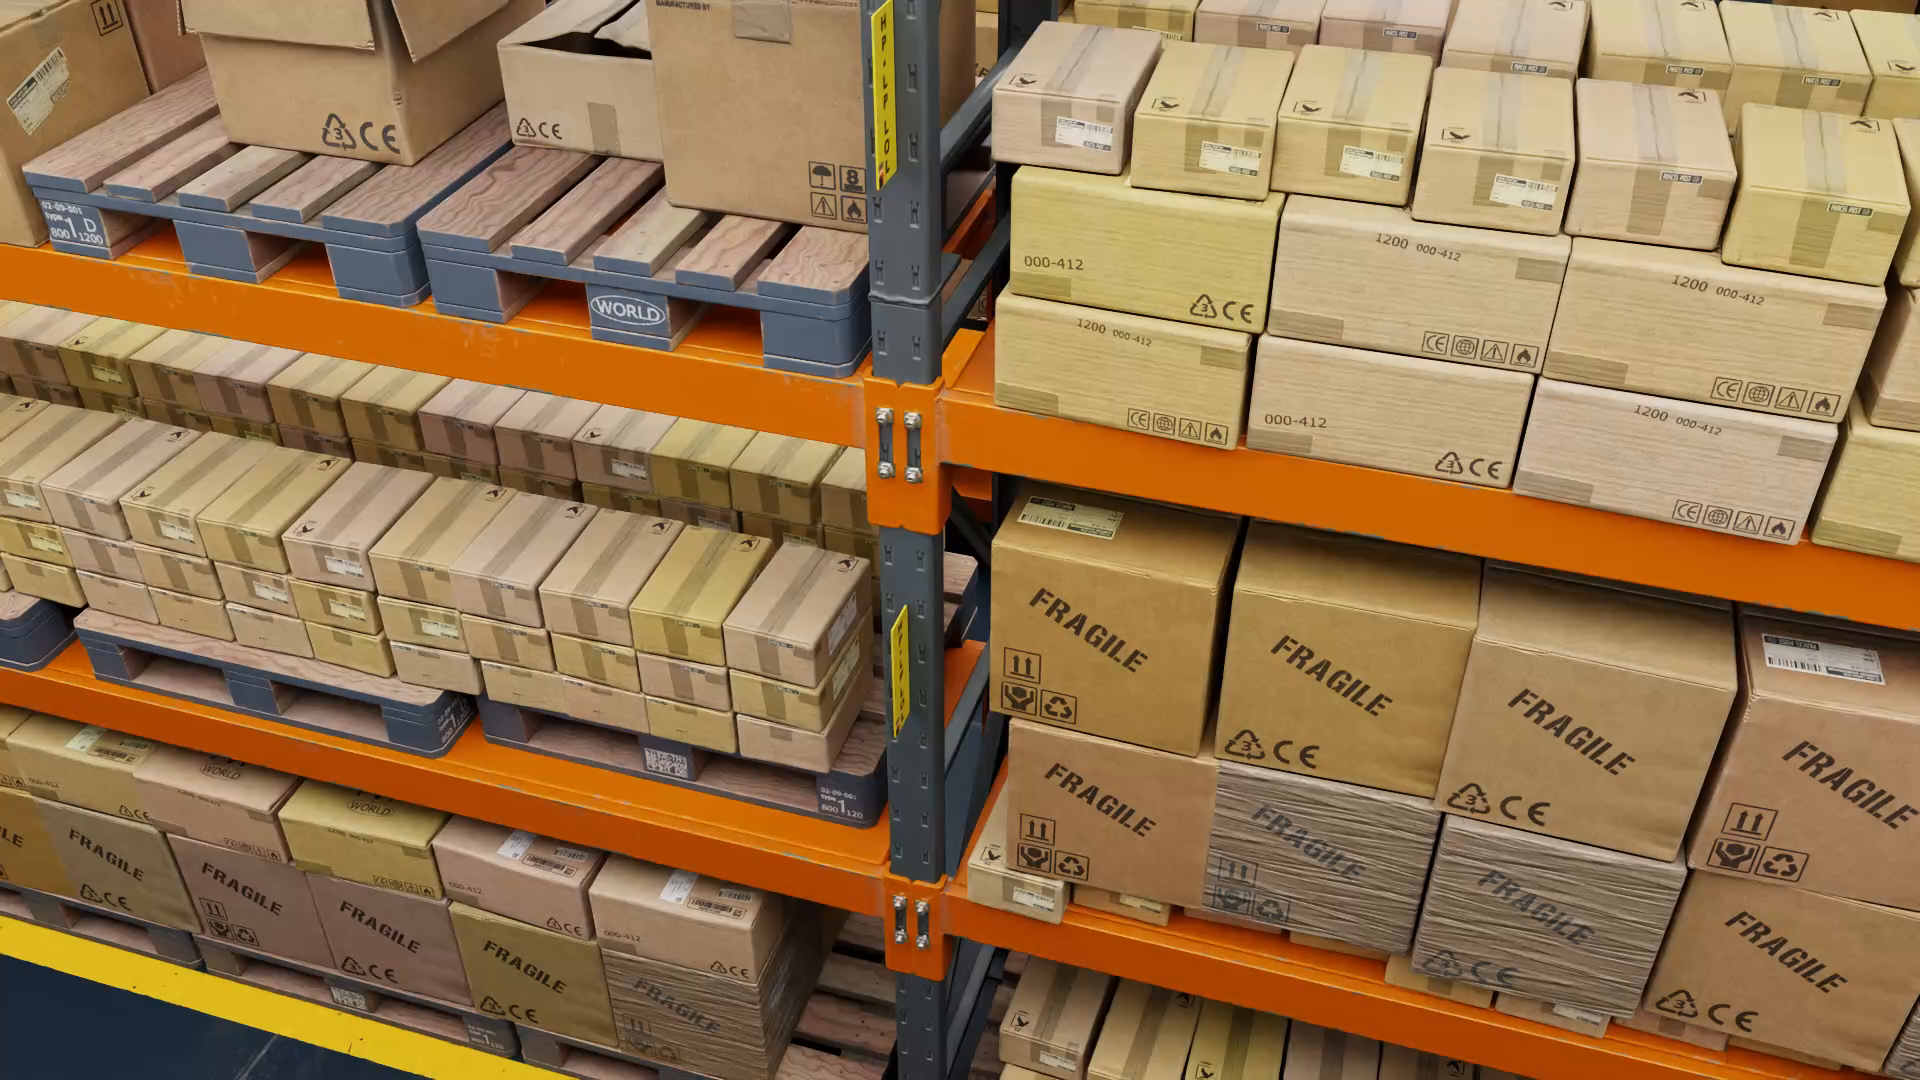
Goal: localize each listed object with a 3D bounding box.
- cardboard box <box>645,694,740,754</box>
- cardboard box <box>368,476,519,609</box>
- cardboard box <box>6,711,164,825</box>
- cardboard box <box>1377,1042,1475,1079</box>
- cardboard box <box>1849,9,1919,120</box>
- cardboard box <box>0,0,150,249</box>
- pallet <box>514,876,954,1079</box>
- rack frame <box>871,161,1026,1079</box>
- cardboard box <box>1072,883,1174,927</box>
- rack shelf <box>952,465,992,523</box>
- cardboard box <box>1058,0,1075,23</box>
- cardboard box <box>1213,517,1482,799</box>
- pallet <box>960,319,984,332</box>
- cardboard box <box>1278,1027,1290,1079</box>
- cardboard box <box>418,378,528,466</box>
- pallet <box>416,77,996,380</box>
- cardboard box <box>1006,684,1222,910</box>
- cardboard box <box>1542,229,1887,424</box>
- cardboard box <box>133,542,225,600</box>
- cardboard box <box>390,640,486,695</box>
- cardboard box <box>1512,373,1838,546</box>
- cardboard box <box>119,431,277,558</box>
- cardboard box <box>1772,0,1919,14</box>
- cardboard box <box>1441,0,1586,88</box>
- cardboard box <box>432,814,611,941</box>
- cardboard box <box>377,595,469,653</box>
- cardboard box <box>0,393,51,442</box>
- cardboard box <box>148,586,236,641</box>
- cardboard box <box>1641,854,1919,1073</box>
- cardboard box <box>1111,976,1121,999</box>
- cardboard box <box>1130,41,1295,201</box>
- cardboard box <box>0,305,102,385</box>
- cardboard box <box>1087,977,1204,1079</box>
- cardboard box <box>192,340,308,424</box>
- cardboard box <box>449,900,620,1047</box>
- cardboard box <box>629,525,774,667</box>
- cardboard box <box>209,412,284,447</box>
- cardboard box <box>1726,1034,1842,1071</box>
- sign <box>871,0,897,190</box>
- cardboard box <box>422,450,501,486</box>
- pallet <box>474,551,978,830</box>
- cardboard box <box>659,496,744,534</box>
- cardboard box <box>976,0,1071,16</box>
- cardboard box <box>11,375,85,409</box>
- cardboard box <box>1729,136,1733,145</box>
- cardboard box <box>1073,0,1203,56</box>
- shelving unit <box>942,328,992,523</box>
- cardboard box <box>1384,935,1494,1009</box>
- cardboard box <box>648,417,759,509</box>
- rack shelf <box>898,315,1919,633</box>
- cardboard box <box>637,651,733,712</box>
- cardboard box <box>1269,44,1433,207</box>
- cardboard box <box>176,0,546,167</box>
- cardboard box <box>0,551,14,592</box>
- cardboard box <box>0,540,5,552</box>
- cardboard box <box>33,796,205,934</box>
[{"bbox_3d":[-0.661,0.385,4.554,0.250,0.149,0.380,11,38,14],"label":"cardboard box"},{"bbox_3d":[-1.403,0.003,4.571,0.250,0.149,0.380,9,37,12],"label":"cardboard box"},{"bbox_3d":[-2.722,0.633,5.481,0.500,0.250,0.500,10,38,13],"label":"cardboard box"},{"bbox_3d":[1.268,1.597,4.598,0.250,0.149,0.380,11,38,15],"label":"cardboard box"},{"bbox_3d":[1.896,-0.905,3.287,0.250,0.149,0.380,10,37,13],"label":"cardboard box"},{"bbox_3d":[-2.369,-1.078,4.069,0.500,0.500,0.500,10,38,14],"label":"cardboard box"},{"bbox_3d":[-0.718,1.443,5.612,1.213,0.211,1.003,10,38,14],"label":"pallet"},{"bbox_3d":[0.026,0.456,4.599,0.127,3.000,1.000,10,38,14],"label":"rack frame"},{"bbox_3d":[0.467,0.796,4.349,0.250,0.149,0.380,12,38,15],"label":"cardboard box"},{"bbox_3d":[0.006,-0.255,7.560,1.000,0.278,0.538,10,38,14],"label":"rack shelf"},{"bbox_3d":[0.603,-2.392,8.385,0.500,0.500,0.500,12,38,15],"label":"cardboard box"},{"bbox_3d":[0.883,0.194,3.777,0.500,0.500,0.500,9,37,13],"label":"cardboard box"},{"bbox_3d":[-0.326,-1.517,9.633,1.213,0.211,1.003,10,38,14],"label":"pallet"},{"bbox_3d":[1.045,1.627,4.809,0.250,0.149,0.380,9,37,12],"label":"cardboard box"},{"bbox_3d":[-1.448,-0.409,5.131,0.250,0.149,0.380,12,38,16],"label":"cardboard box"},{"bbox_3d":[-0.532,-0.845,3.996,1.003,0.211,1.213,10,38,14],"label":"pallet"},{"bbox_3d":[0.423,0.527,4.169,0.500,0.500,0.500,10,37,13],"label":"cardboard box"},{"bbox_3d":[1.364,-0.484,3.052,0.500,0.250,0.500,11,38,15],"label":"cardboard box"},{"bbox_3d":[-2.161,-0.012,4.843,0.250,0.149,0.380,10,38,13],"label":"cardboard box"},{"bbox_3d":[-1.404,0.249,4.739,0.250,0.149,0.380,9,37,12],"label":"cardboard box"},{"bbox_3d":[1.361,-0.274,3.187,0.500,0.250,0.500,12,38,16],"label":"cardboard box"},{"bbox_3d":[-2.154,-0.135,4.759,0.250,0.149,0.380,12,38,15],"label":"cardboard box"},{"bbox_3d":[4.068,-2.401,7.724,0.500,0.500,0.500,10,37,13],"label":"cardboard box"},{"bbox_3d":[1.122,-0.979,3.388,0.250,0.149,0.380,12,38,16],"label":"cardboard box"},{"bbox_3d":[-1.247,0.905,5.112,0.500,0.250,0.500,12,38,16],"label":"cardboard box"},{"bbox_3d":[-1.411,0.126,4.655,0.250,0.149,0.380,9,37,12],"label":"cardboard box"},{"bbox_3d":[-2.919,-0.275,4.949,0.250,0.149,0.380,10,38,14],"label":"cardboard box"},{"bbox_3d":[-2.159,0.108,4.930,0.250,0.149,0.380,11,38,15],"label":"cardboard box"},{"bbox_3d":[1.888,0.797,3.801,0.500,0.500,0.500,12,38,16],"label":"cardboard box"},{"bbox_3d":[0.501,1.312,5.488,0.250,0.149,0.380,11,38,14],"label":"cardboard box"},{"bbox_3d":[0.481,-0.798,3.141,0.250,0.149,0.380,9,37,12],"label":"cardboard box"},{"bbox_3d":[-2.949,-0.685,5.506,0.250,0.149,0.380,10,38,13],"label":"cardboard box"},{"bbox_3d":[0.538,1.456,4.790,0.250,0.149,0.380,12,38,16],"label":"cardboard box"},{"bbox_3d":[-2.215,-0.548,5.320,0.250,0.149,0.380,11,38,14],"label":"cardboard box"},{"bbox_3d":[-1.246,1.215,5.323,0.500,0.500,0.500,10,37,13],"label":"cardboard box"},{"bbox_3d":[-0.673,0.141,4.383,0.250,0.149,0.380,9,37,13],"label":"cardboard box"},{"bbox_3d":[-2.202,-0.428,5.407,0.250,0.149,0.380,10,38,14],"label":"cardboard box"},{"bbox_3d":[1.987,1.052,4.002,0.250,0.149,0.380,11,38,15],"label":"cardboard box"},{"bbox_3d":[-0.137,-0.804,3.013,0.005,0.325,0.100,10,38,14],"label":"sign"},{"bbox_3d":[-1.467,-0.290,5.221,0.250,0.149,0.380,10,37,13],"label":"cardboard box"},{"bbox_3d":[-0.661,0.316,4.952,1.213,0.211,1.003,10,38,14],"label":"pallet"},{"bbox_3d":[-0.708,-0.151,5.032,0.250,0.149,0.380,11,38,15],"label":"cardboard box"},{"bbox_3d":[0.337,-3.012,8.382,0.637,0.503,0.797,11,38,14],"label":"cardboard box"},{"bbox_3d":[-2.930,-0.562,5.590,0.250,0.149,0.380,12,38,16],"label":"cardboard box"},{"bbox_3d":[1.534,-0.767,3.436,0.500,0.250,0.500,12,38,16],"label":"cardboard box"},{"bbox_3d":[0.406,-1.153,3.624,0.250,0.149,0.380,9,37,12],"label":"cardboard box"},{"bbox_3d":[0.006,-0.452,7.415,1.048,1.125,0.538,10,38,14],"label":"shelving unit"},{"bbox_3d":[1.216,0.947,4.145,0.250,0.149,0.380,11,38,15],"label":"cardboard box"},{"bbox_3d":[-0.725,-0.274,4.947,0.250,0.149,0.380,11,38,14],"label":"cardboard box"},{"bbox_3d":[1.935,-0.108,3.443,4.000,0.370,1.077,10,38,14],"label":"rack shelf"},{"bbox_3d":[-0.665,0.264,4.467,0.250,0.149,0.380,11,38,14],"label":"cardboard box"},{"bbox_3d":[0.737,-0.785,3.125,0.250,0.149,0.380,10,38,13],"label":"cardboard box"},{"bbox_3d":[-1.410,-1.310,4.027,0.637,0.503,0.797,10,38,13],"label":"cardboard box"},{"bbox_3d":[-2.912,-0.030,5.118,0.250,0.149,0.380,12,38,16],"label":"cardboard box"},{"bbox_3d":[-2.876,-0.147,5.026,0.250,0.149,0.380,9,37,12],"label":"cardboard box"},{"bbox_3d":[-2.712,0.943,5.692,0.500,0.500,0.500,11,38,14],"label":"cardboard box"}]
